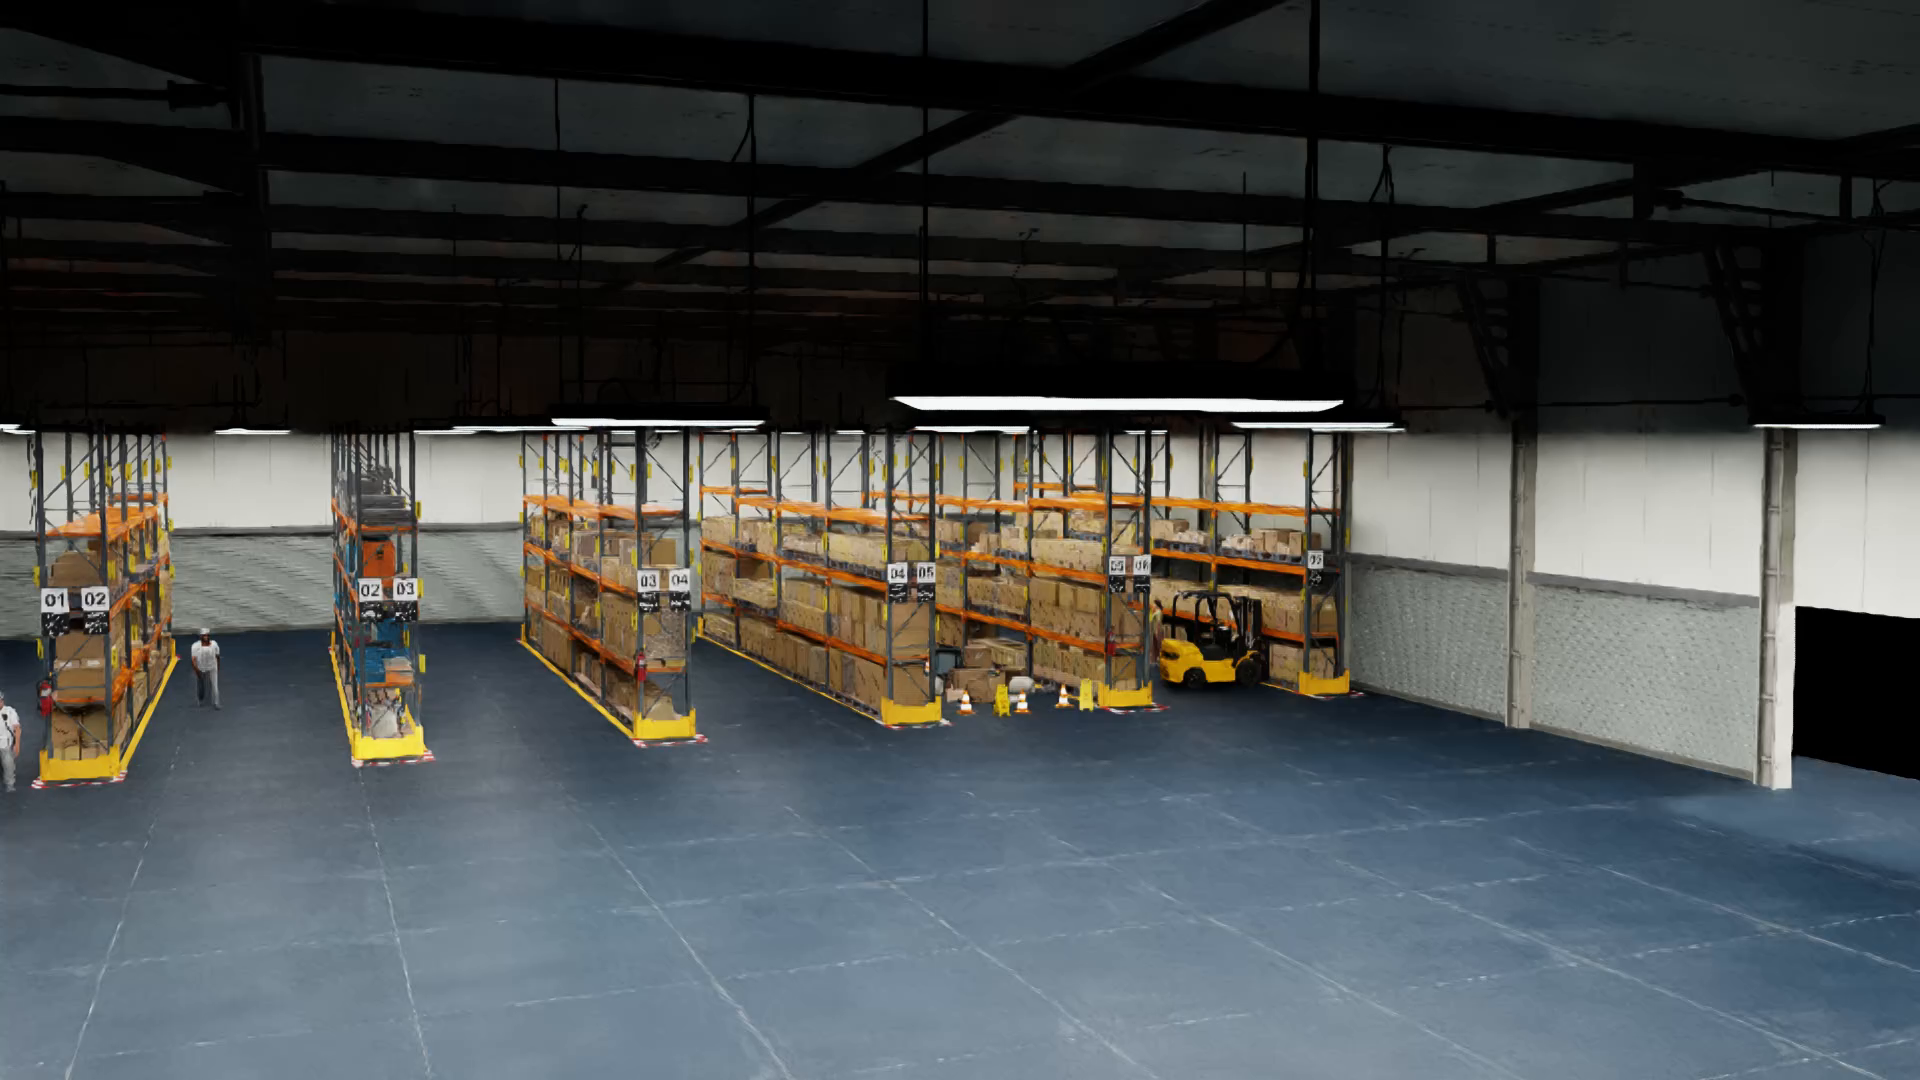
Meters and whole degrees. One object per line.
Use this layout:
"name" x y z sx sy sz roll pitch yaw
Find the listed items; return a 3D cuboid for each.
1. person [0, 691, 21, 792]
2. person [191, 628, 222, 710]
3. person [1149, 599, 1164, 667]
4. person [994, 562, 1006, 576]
"person" -15.157 3.217 26.292 0.556 1.712 1.040 -2 4 -23
"person" -15.778 2.686 34.790 0.571 1.708 1.035 -2 4 -31
"person" 4.875 2.293 41.276 0.565 1.667 0.543 0 4 2
"person" 1.298 1.491 53.648 0.555 1.785 0.713 3 5 39
